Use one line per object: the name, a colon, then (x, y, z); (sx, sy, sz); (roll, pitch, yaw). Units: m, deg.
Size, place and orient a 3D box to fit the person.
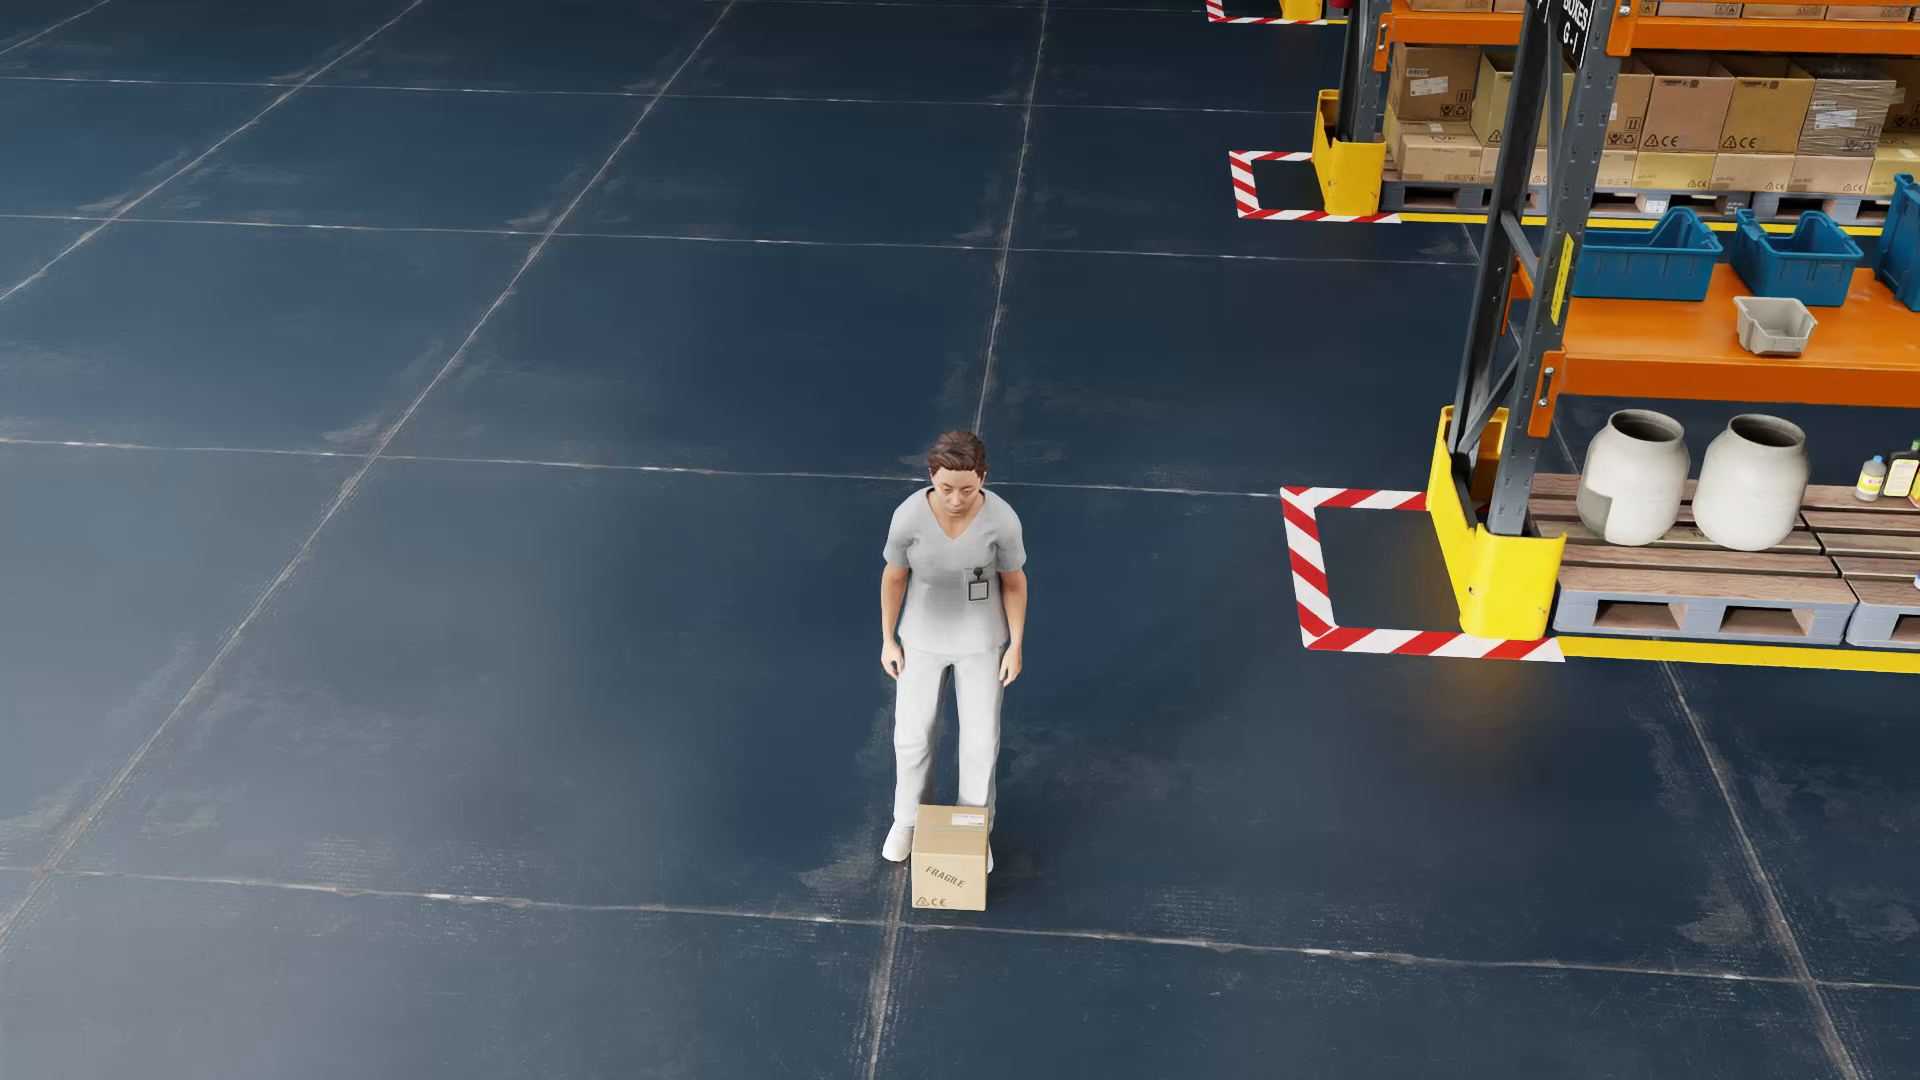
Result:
person: (-0.026, 0.378, 5.548); (0.487, 1.659, 0.413); (2, 32, 3)
